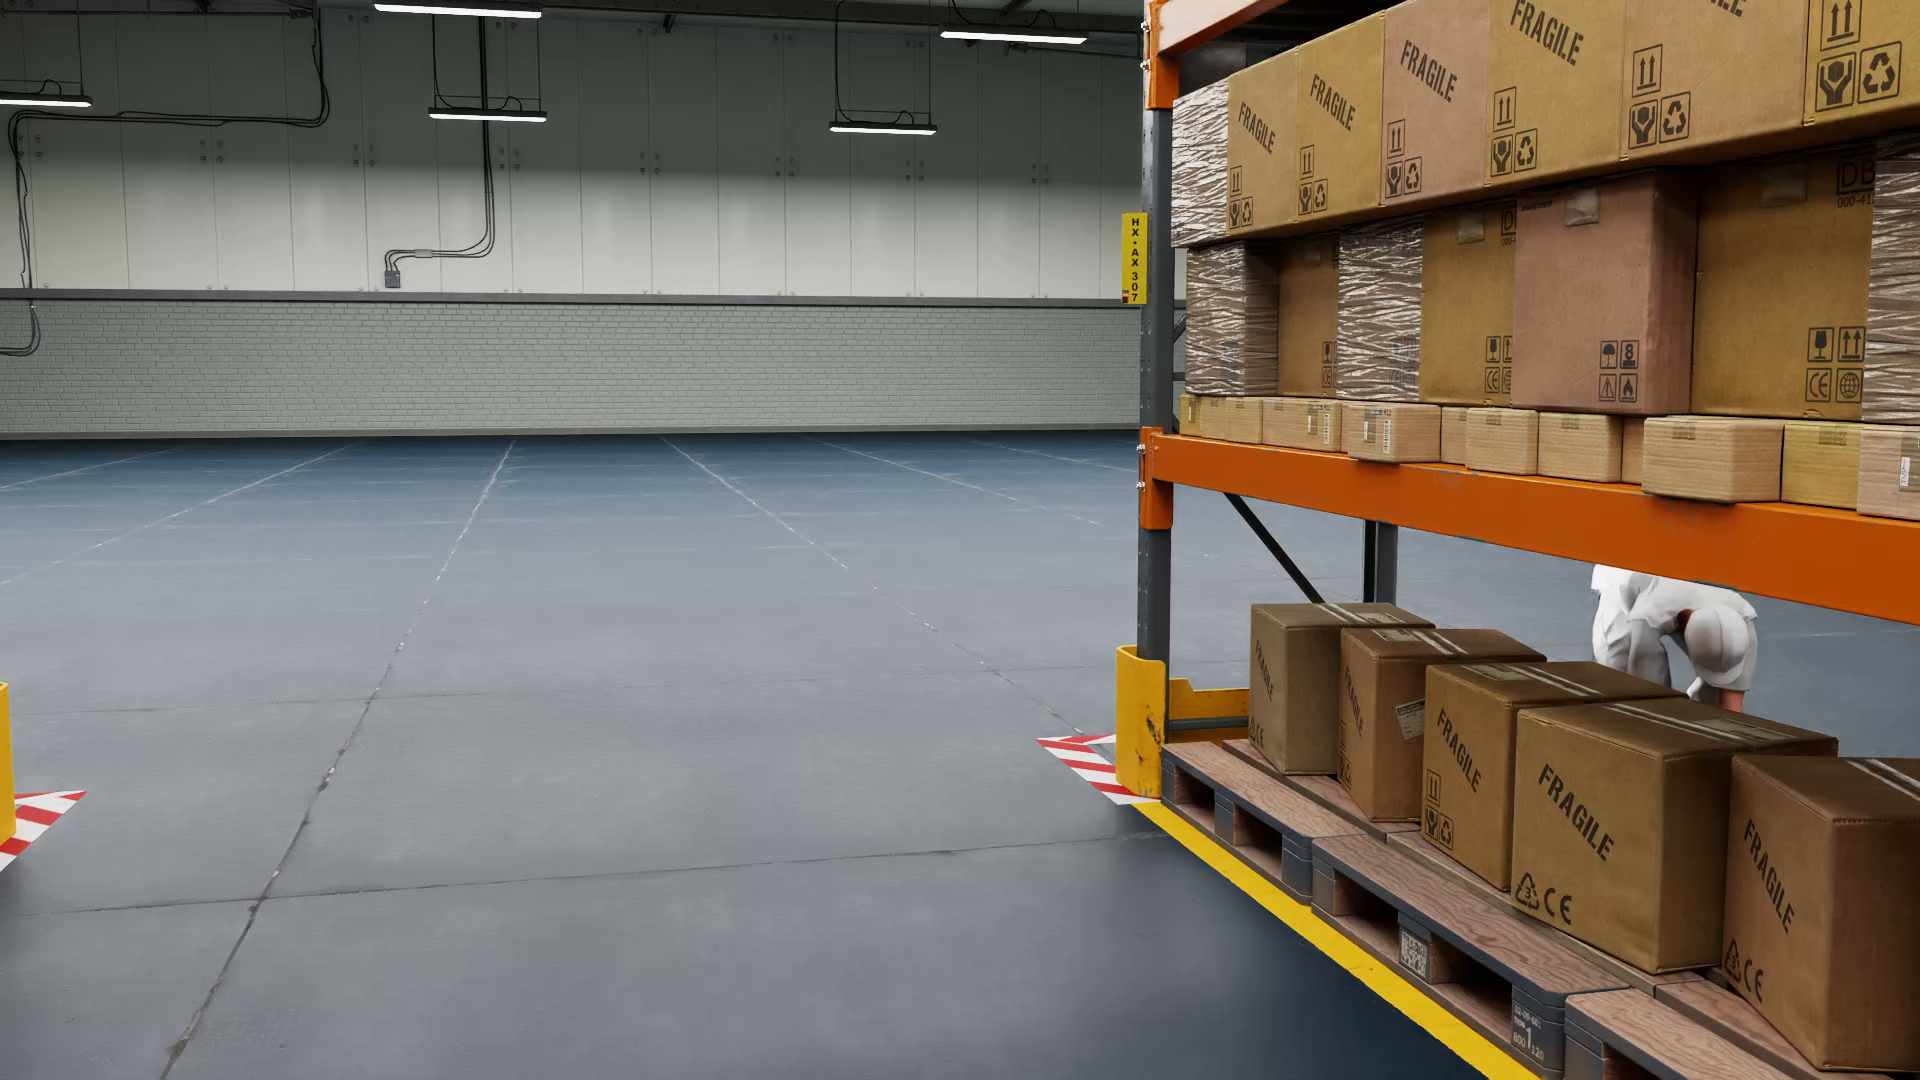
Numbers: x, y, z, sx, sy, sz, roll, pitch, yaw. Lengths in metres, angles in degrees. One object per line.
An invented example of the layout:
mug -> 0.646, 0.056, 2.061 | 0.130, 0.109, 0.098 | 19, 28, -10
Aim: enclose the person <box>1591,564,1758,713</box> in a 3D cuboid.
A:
person -> 2.636, 0.462, 6.122 | 0.535, 0.923, 0.952 | 0, 6, 5
